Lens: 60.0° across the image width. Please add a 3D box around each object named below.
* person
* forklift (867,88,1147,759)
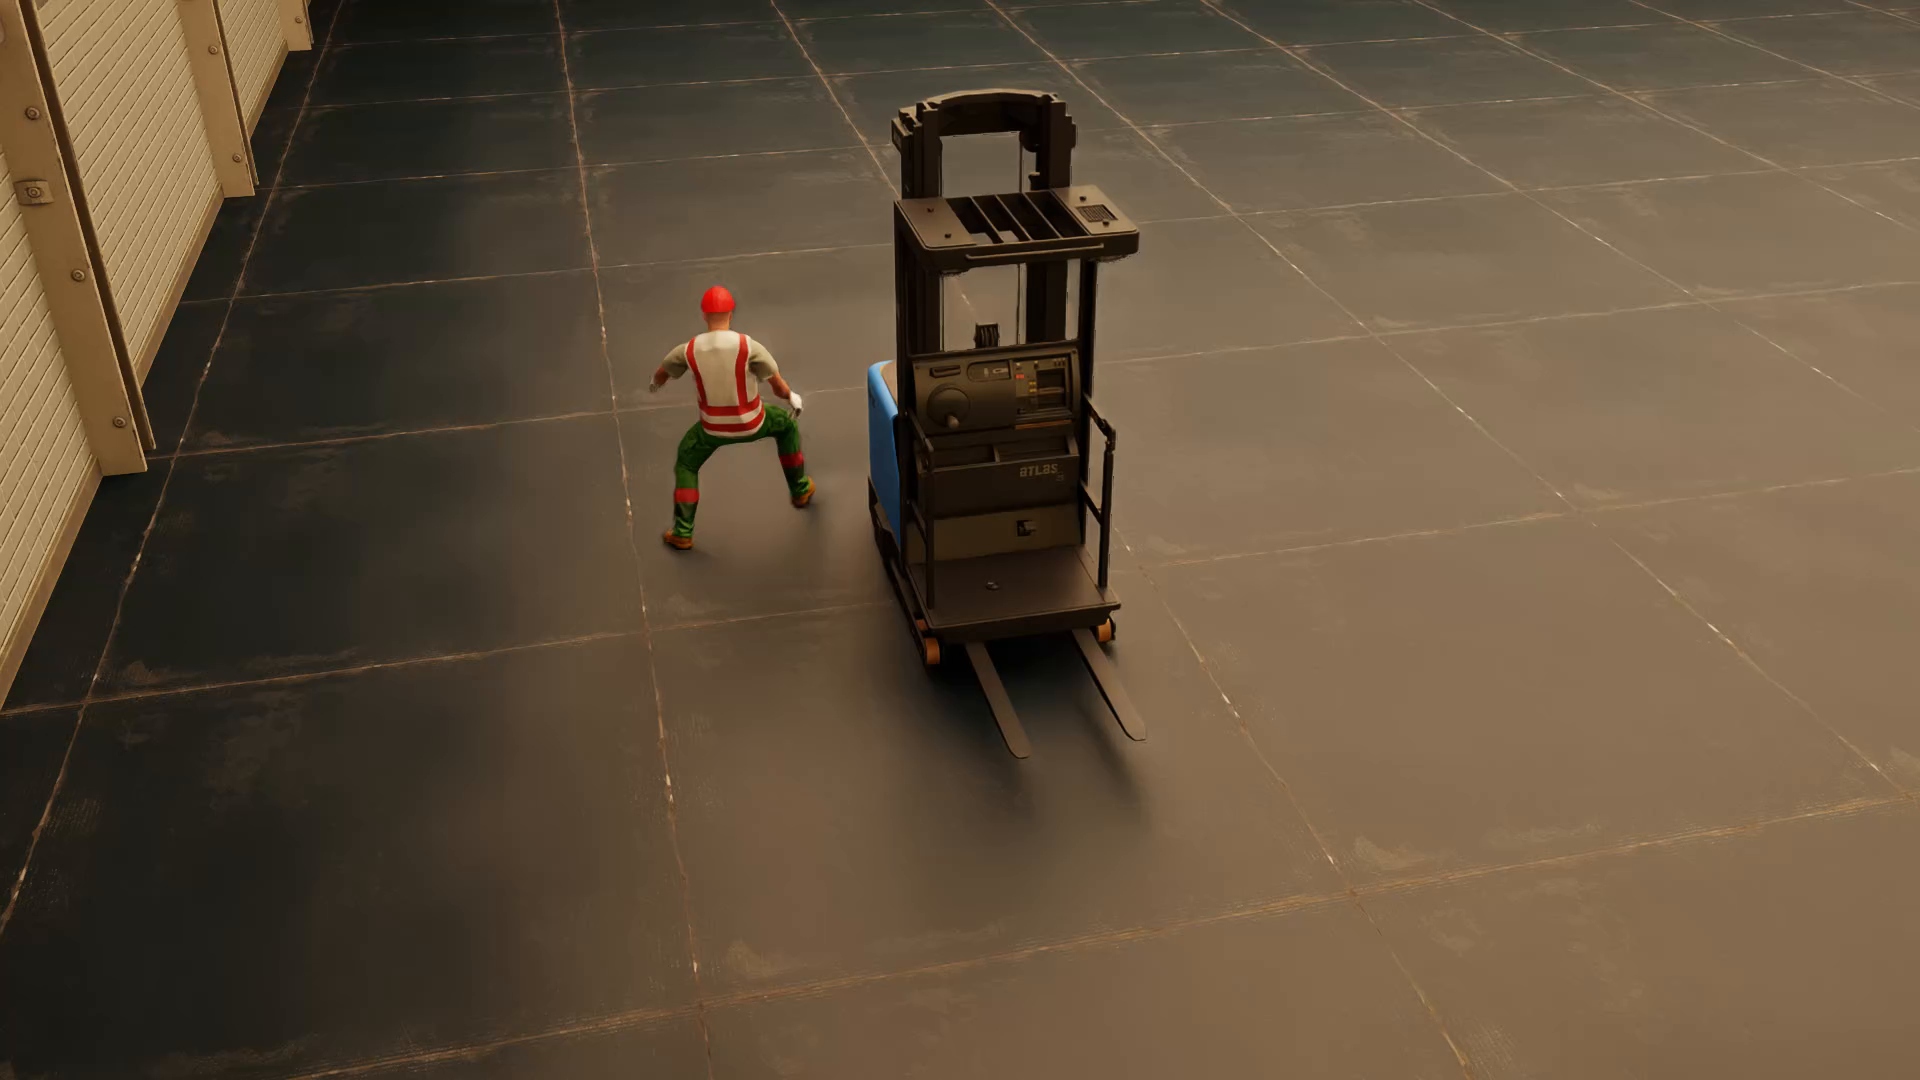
[{"bbox_3d":[-1.470,-0.814,10.330,1.009,1.636,0.833,1,30,3],"label":"person"},{"bbox_3d":[0.256,-0.776,8.915,1.130,2.935,3.031,-7,31,-12],"label":"forklift"}]
